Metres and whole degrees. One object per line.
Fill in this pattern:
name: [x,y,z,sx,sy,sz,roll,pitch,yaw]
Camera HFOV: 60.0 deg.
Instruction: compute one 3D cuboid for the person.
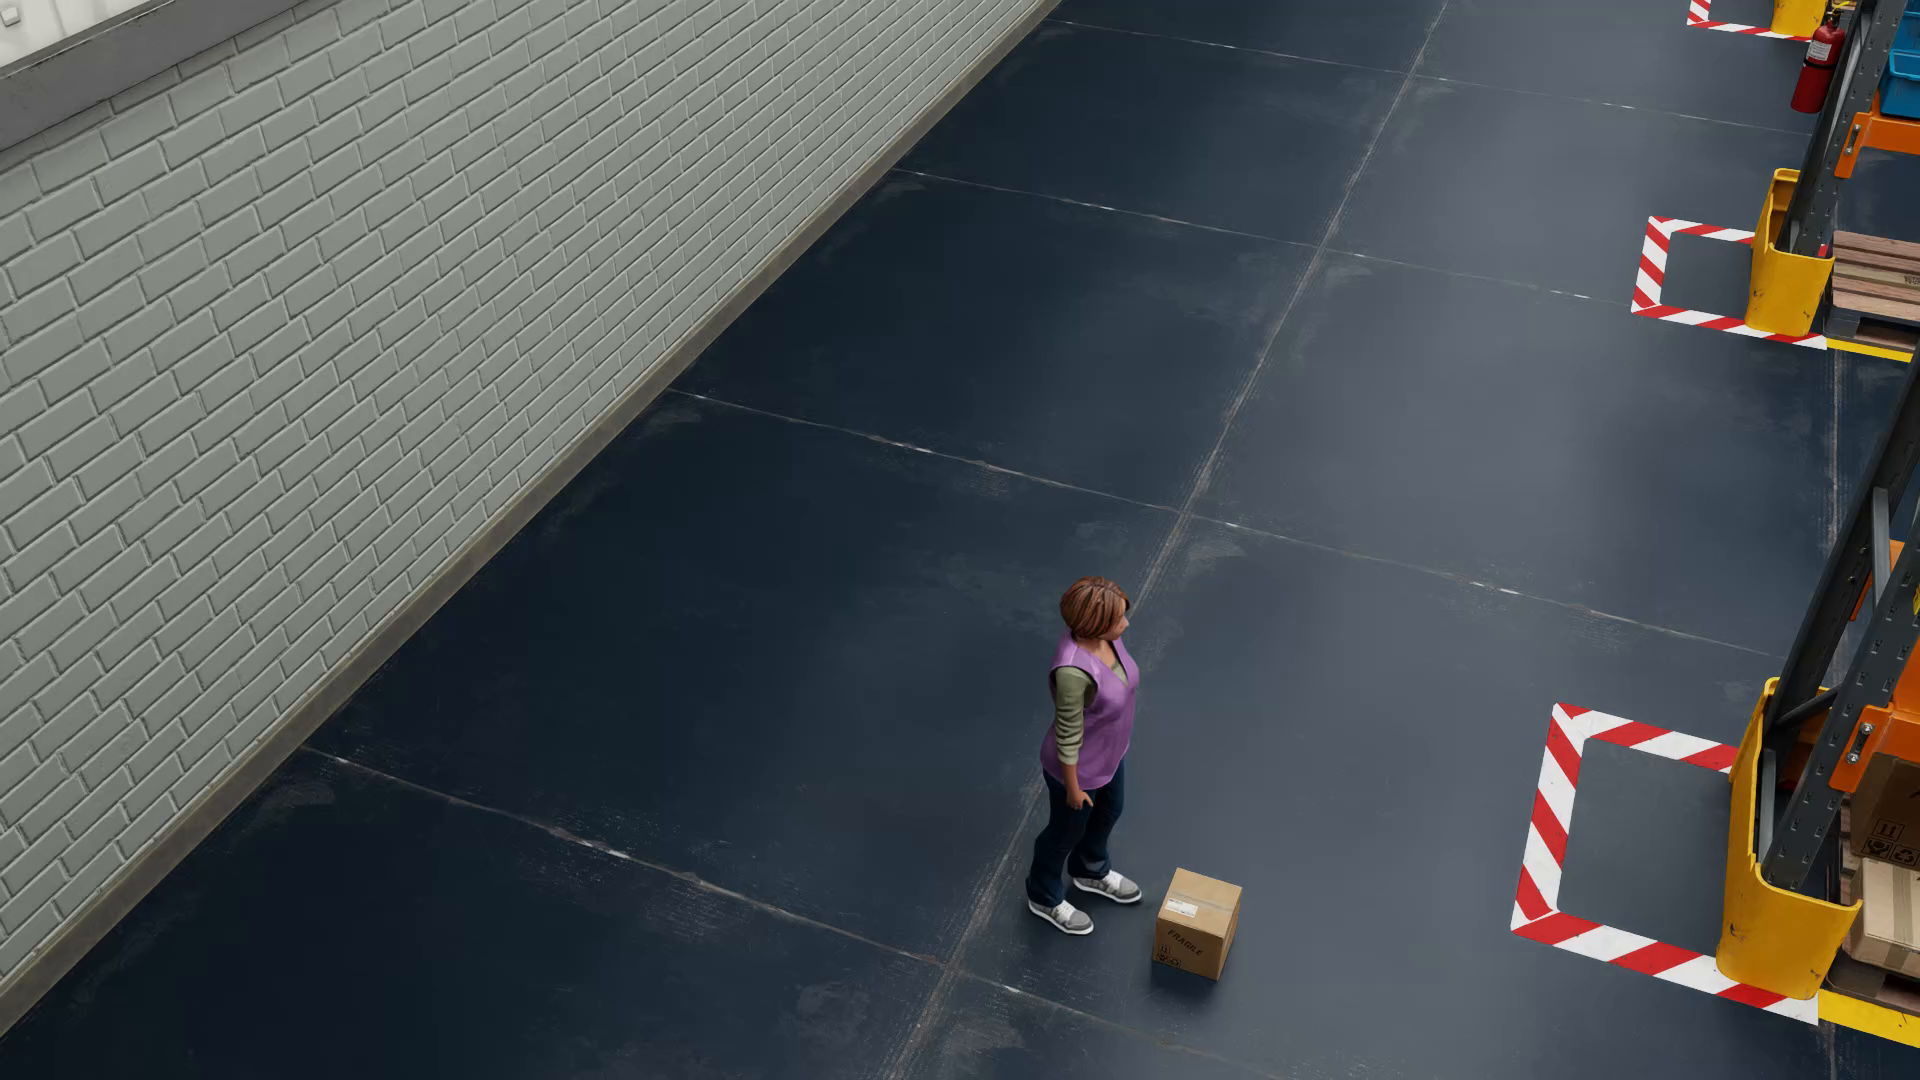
person: [0.458,0.768,5.847,0.409,1.591,0.418,15,40,18]
